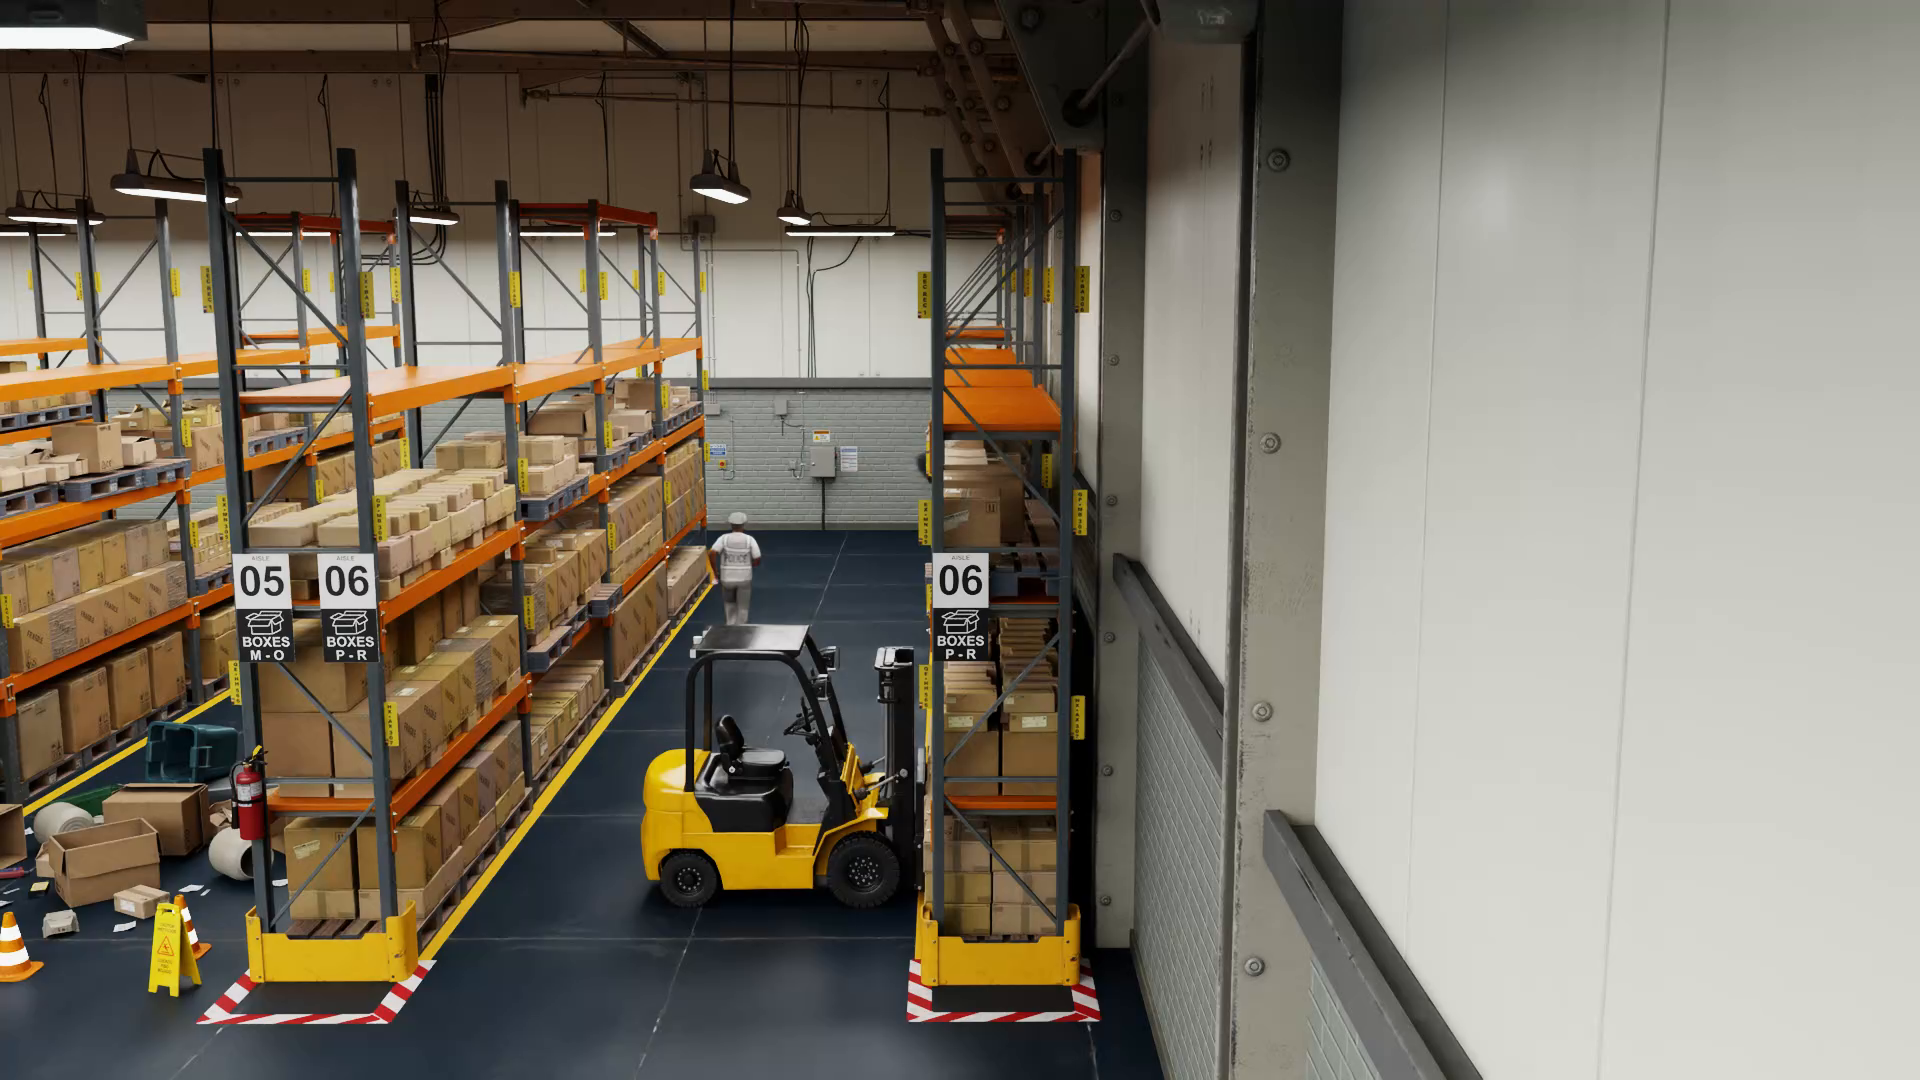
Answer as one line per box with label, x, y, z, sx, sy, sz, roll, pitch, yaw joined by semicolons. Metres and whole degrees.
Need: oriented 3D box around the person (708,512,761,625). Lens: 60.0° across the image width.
person;-2.954;0.538;21.995;0.672;1.837;0.629;0;9;-1
